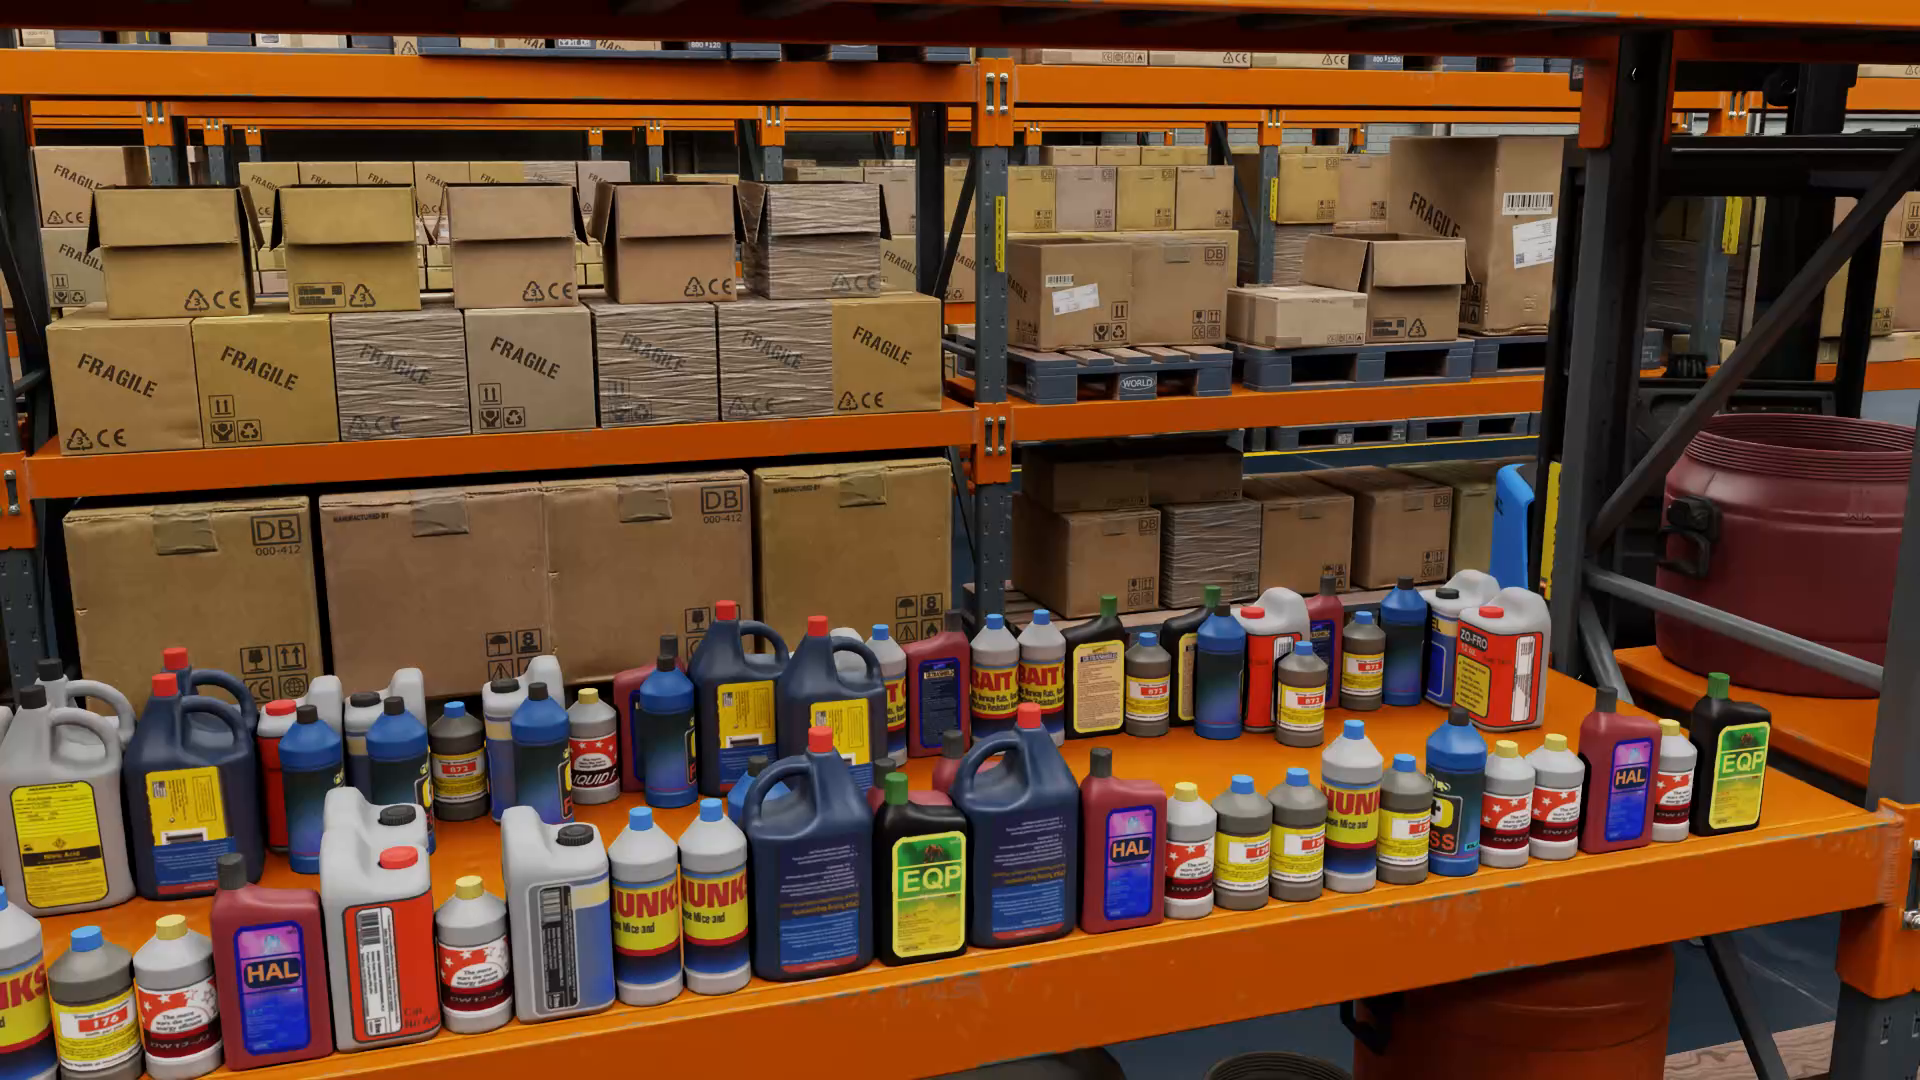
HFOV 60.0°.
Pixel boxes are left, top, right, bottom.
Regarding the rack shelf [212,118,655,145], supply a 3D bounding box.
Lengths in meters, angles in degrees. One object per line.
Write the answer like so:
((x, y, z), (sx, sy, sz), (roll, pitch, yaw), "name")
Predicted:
((-5.060, -4.036, 16.202), (4.000, 0.370, 1.077), (-4, 14, -18), "rack shelf")

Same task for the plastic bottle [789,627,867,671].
((-0.252, 0.309, 3.130), (0.135, 0.276, 0.152), (-4, 14, -18), "plastic bottle")

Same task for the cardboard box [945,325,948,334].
((-0.550, -2.203, 18.192), (0.625, 0.372, 0.950), (-4, 14, -15), "cardboard box")

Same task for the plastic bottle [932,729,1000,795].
((0.024, 0.432, 2.598), (0.133, 0.283, 0.061), (-4, 14, -18), "plastic bottle")

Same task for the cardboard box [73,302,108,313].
((-3.439, -0.749, 7.093), (0.500, 0.500, 0.500), (-4, 14, -18), "cardboard box")

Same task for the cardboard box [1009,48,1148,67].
((0.522, -2.266, 7.531), (0.500, 0.250, 0.500), (-4, 14, -17), "cardboard box")

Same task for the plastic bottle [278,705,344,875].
((-1.064, 0.405, 2.737), (0.097, 0.271, 0.097), (0, 13, 0), "plastic bottle")

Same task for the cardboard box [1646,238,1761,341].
((4.233, -1.409, 9.227), (0.500, 0.500, 0.875), (-4, 14, -18), "cardboard box")

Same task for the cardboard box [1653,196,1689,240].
((4.126, -1.970, 9.422), (0.500, 0.500, 0.500), (-4, 14, -18), "cardboard box")

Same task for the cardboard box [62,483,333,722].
((-3.195, 0.172, 7.122), (0.875, 0.875, 1.225), (-4, 14, -18), "cardboard box")

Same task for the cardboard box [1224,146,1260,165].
((3.070, -4.163, 18.644), (0.500, 0.500, 0.700), (-5, 14, -19), "cardboard box")

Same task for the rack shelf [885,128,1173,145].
((0.935, -5.715, 23.260), (4.000, 0.370, 1.077), (-4, 14, -18), "rack shelf")

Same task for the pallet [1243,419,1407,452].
((3.046, -0.974, 14.282), (1.213, 0.211, 1.003), (-4, 14, -18), "pallet")

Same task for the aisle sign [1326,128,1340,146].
((4.377, -5.002, 19.573), (0.004, 0.787, 0.394), (-4, 14, -18), "aisle sign")

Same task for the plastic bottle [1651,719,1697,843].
((1.213, 0.410, 2.868), (0.097, 0.201, 0.097), (0, 13, 0), "plastic bottle")

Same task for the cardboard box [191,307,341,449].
((-2.803, -0.671, 6.766), (0.500, 0.500, 0.500), (-4, 14, -18), "cardboard box")

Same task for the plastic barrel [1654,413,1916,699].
((1.919, 0.018, 3.790), (0.708, 0.536, 0.600), (-4, 14, -18), "plastic barrel")

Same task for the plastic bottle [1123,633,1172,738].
((0.379, 0.289, 3.373), (0.097, 0.201, 0.097), (0, 13, 0), "plastic bottle")

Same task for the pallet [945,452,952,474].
((-0.719, -0.682, 13.052), (1.213, 0.211, 1.003), (-4, 14, -18), "pallet")

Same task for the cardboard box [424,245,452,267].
((-3.519, -1.954, 11.369), (0.250, 0.149, 0.380), (-5, 14, -19), "cardboard box")

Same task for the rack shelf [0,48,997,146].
((-1.900, -1.863, 7.065), (4.000, 0.370, 1.077), (-4, 14, -18), "rack shelf")

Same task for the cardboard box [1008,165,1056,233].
((0.387, -2.676, 13.035), (0.500, 0.500, 0.700), (-5, 14, -19), "cardboard box")

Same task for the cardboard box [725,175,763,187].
((-2.173, -3.495, 17.087), (0.500, 0.500, 0.500), (-4, 14, -15), "cardboard box")

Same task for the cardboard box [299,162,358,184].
((-5.974, -3.328, 15.773), (0.500, 0.500, 0.500), (-5, 14, -18), "cardboard box")

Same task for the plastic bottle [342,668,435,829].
((-0.993, 0.367, 2.888), (0.135, 0.276, 0.152), (-4, 14, -18), "plastic bottle")

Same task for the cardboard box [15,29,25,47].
((-6.135, -3.205, 10.397), (0.500, 0.250, 0.500), (-5, 14, -20), "cardboard box")

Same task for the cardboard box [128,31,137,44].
((-7.580, -4.543, 15.438), (0.500, 0.500, 0.500), (-4, 14, -17), "cardboard box")

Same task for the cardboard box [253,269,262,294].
((-4.761, -1.712, 10.991), (0.250, 0.149, 0.380), (-5, 14, -21), "cardboard box")

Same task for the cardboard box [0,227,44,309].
((-6.142, -1.759, 10.696), (0.500, 0.500, 0.500), (-5, 14, -20), "cardboard box")

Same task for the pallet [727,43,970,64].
((-0.598, -2.209, 7.375), (1.003, 0.211, 1.213), (-4, 14, -15), "pallet")

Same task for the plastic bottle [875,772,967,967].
((-0.057, 0.473, 2.424), (0.133, 0.283, 0.061), (-4, 14, -18), "plastic bottle")

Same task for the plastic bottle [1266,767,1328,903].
((0.533, 0.463, 2.645), (0.097, 0.201, 0.097), (0, 13, 0), "plastic bottle")

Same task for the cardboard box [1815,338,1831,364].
((4.556, -1.064, 9.178), (0.250, 0.149, 0.380), (-4, 14, -18), "cardboard box")

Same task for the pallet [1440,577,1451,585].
((3.049, 0.218, 9.270), (1.213, 0.211, 1.003), (-4, 14, -18), "pallet")

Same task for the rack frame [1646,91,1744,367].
((3.787, -1.196, 9.190), (0.127, 3.000, 1.000), (-4, 14, -18), "rack frame")

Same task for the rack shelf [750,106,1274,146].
((0.405, -3.253, 12.911), (4.000, 0.370, 1.077), (-4, 14, -18), "rack shelf")

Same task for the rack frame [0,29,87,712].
((-3.795, -0.606, 6.708), (0.127, 3.000, 1.000), (-4, 14, -18), "rack frame")

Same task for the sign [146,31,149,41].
((-5.101, -3.294, 10.408), (0.005, 0.325, 0.100), (-4, 14, -18), "sign")

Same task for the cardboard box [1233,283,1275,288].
((1.490, -1.222, 8.683), (0.258, 0.266, 0.396), (-5, 14, -20), "cardboard box")

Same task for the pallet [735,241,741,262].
((-2.523, -3.057, 17.428), (1.003, 0.211, 1.213), (-4, 14, -18), "pallet")

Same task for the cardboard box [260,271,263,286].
((-4.968, -1.856, 11.599), (0.250, 0.149, 0.380), (-5, 14, -19), "cardboard box")

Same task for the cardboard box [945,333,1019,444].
((-0.057, -1.197, 13.146), (0.750, 0.750, 1.050), (-4, 14, -17), "cardboard box")

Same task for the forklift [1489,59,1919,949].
((2.678, -0.377, 5.892), (1.130, 2.935, 3.031), (2, 14, 9), "forklift")

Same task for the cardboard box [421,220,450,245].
((-3.536, -2.097, 11.325), (0.250, 0.149, 0.380), (-4, 14, -16), "cardboard box")

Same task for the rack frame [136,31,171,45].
((-5.281, -4.620, 10.619), (0.127, 3.000, 1.000), (-4, 14, -18), "rack frame")

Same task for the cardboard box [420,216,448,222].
((-3.728, -2.241, 11.933), (0.250, 0.149, 0.380), (-5, 14, -21), "cardboard box")

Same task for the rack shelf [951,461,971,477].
((0.014, -0.425, 10.546), (0.180, 0.103, 0.258), (-4, 14, -18), "rack shelf")

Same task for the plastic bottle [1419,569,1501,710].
((1.062, 0.207, 3.561), (0.135, 0.276, 0.152), (-4, 14, -18), "plastic bottle")

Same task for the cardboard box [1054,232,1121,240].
((0.934, -2.169, 13.061), (0.500, 0.500, 0.500), (-4, 14, -17), "cardboard box")

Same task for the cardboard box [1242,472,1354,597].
((1.681, -0.040, 8.780), (0.500, 0.500, 0.700), (-3, 14, -13), "cardboard box")

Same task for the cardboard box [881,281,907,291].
((-0.552, -0.974, 8.038), (0.500, 0.500, 0.500), (-4, 14, -16), "cardboard box")

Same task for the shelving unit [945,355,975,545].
((0.014, -0.585, 10.508), (0.189, 1.200, 0.258), (-4, 14, -18), "shelving unit")

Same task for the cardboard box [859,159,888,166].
((-0.929, -4.023, 17.906), (0.250, 0.149, 0.380), (-4, 14, -15), "cardboard box")

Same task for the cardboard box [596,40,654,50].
((-2.420, -3.367, 11.617), (0.500, 0.500, 0.500), (-4, 14, -18), "cardboard box")

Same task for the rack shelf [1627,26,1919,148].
((3.471, -1.072, 3.739), (4.000, 0.370, 1.077), (-4, 14, -18), "rack shelf")

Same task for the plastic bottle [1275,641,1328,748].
((0.681, 0.303, 3.316), (0.097, 0.201, 0.097), (0, 13, 0), "plastic bottle")
